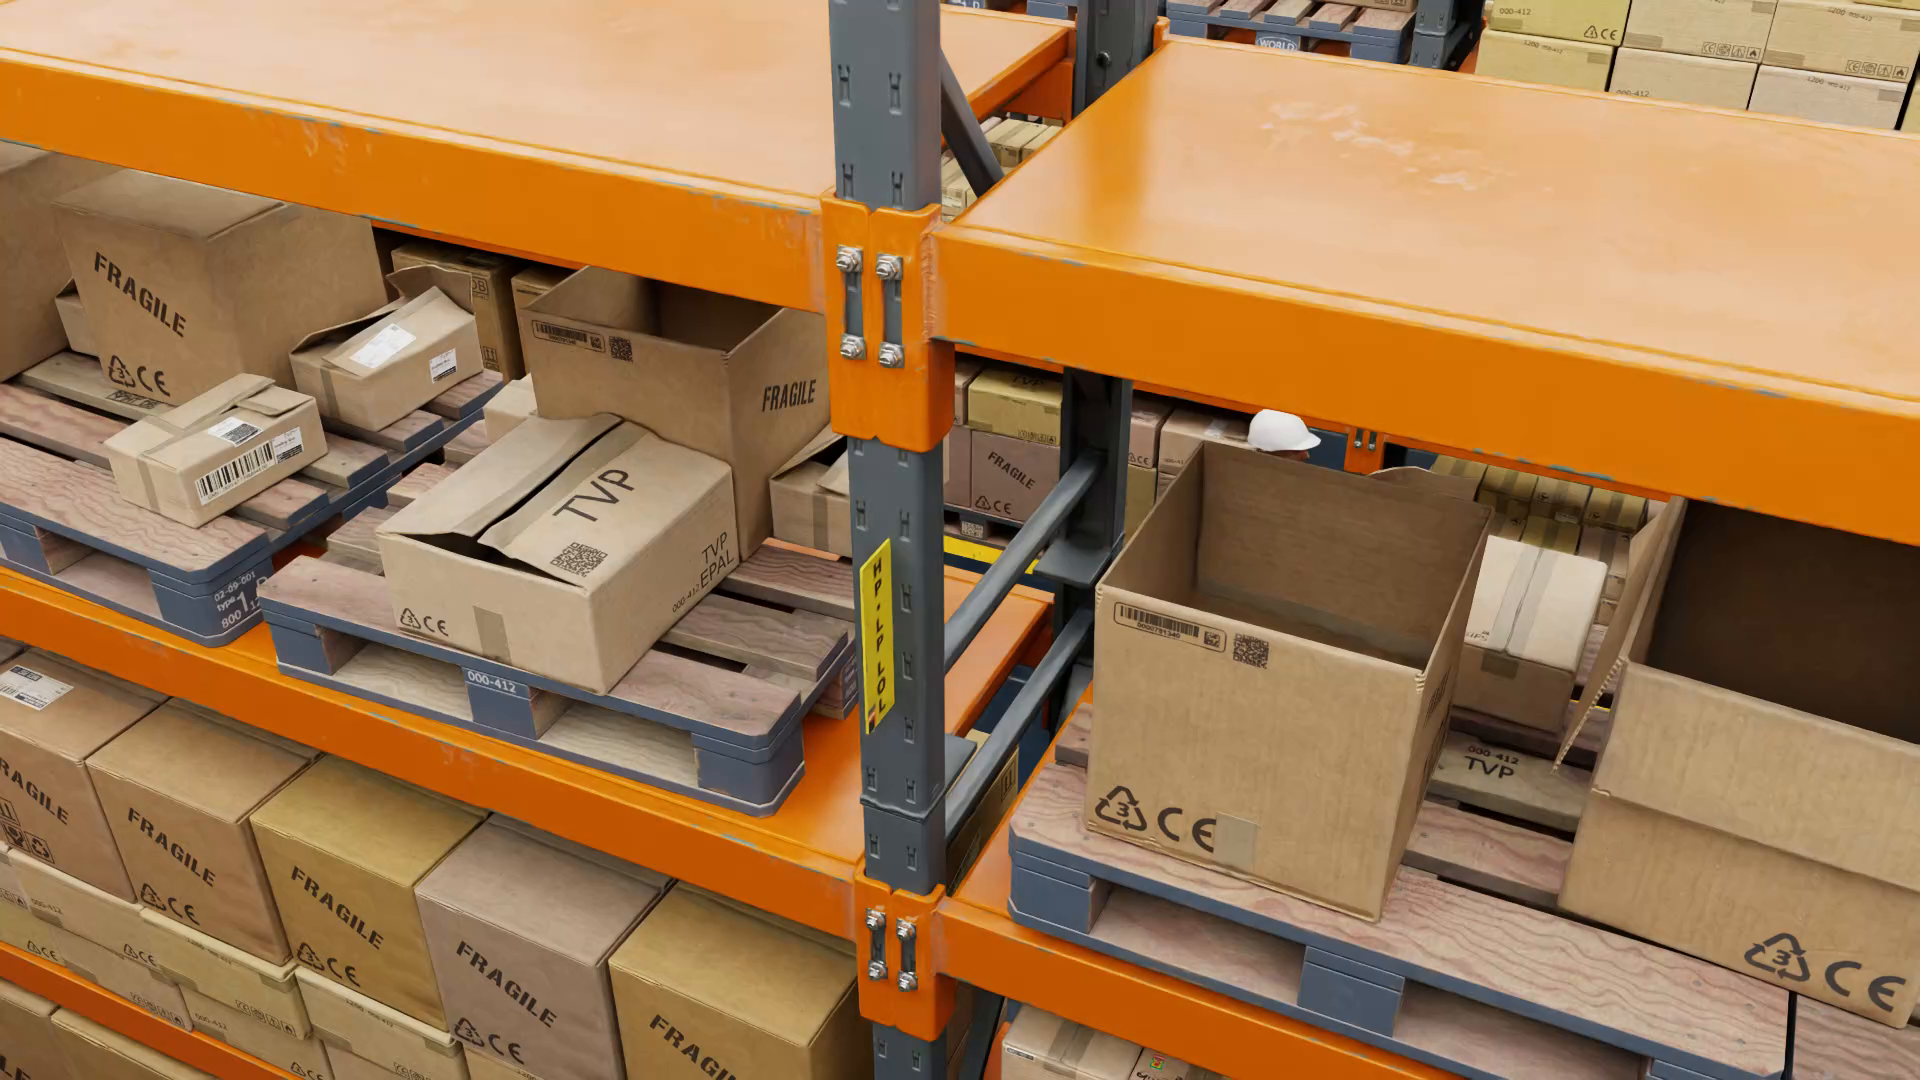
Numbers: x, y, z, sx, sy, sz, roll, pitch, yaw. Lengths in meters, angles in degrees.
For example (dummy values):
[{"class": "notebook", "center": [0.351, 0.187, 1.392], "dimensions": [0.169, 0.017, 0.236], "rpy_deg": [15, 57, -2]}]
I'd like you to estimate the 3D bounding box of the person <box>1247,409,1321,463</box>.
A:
[{"class": "person", "center": [1.368, 0.240, 7.119], "dimensions": [0.578, 1.765, 0.571], "rpy_deg": [15, 36, 21]}]
